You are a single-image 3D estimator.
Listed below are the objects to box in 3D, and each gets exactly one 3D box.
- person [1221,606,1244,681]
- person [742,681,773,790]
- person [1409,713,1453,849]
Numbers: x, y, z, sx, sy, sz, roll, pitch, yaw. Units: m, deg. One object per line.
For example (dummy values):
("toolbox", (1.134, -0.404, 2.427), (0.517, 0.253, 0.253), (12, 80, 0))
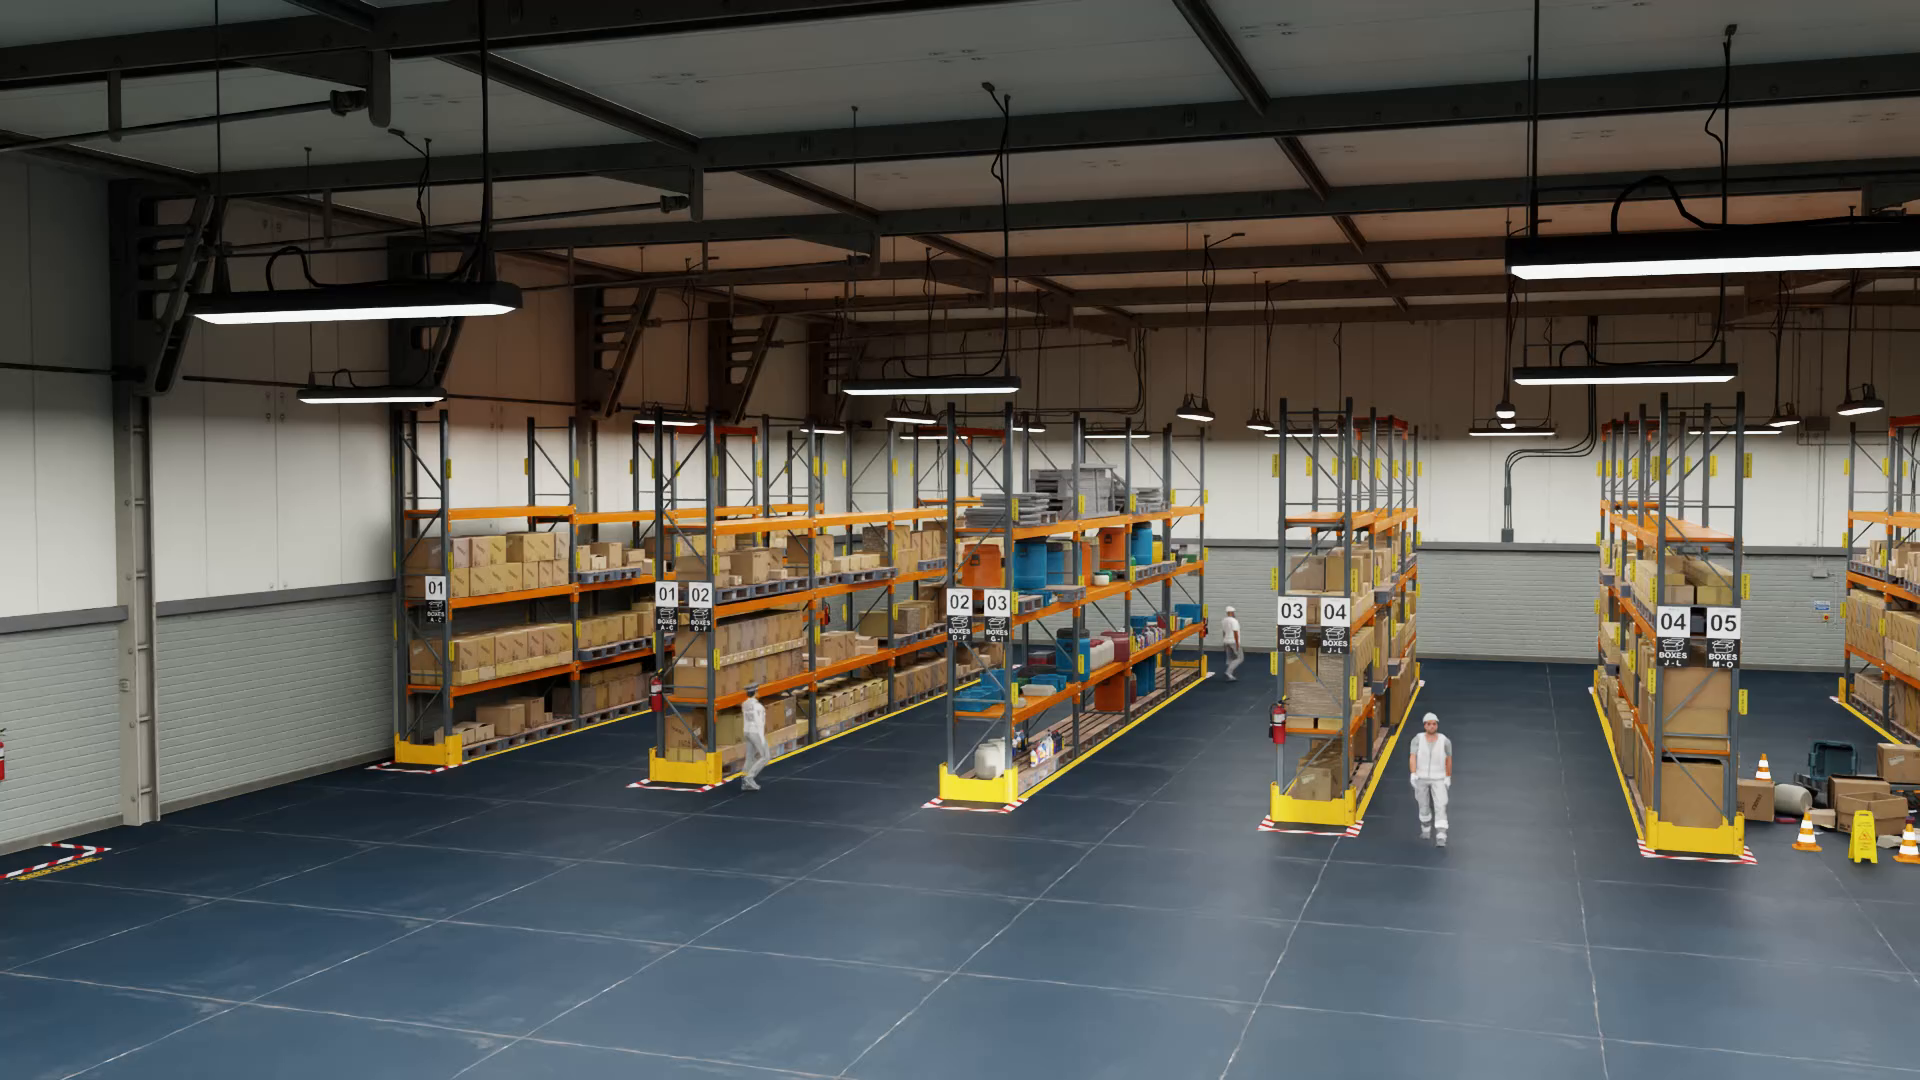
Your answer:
("person", (6.375, 2.441, 39.171), (0.502, 1.759, 0.645), (-2, 3, -34))
("person", (-3.207, 3.047, 25.918), (0.454, 1.657, 0.580), (-2, 3, -38))
("person", (6.213, 3.165, 21.979), (0.557, 1.736, 1.026), (1, 3, 29))
